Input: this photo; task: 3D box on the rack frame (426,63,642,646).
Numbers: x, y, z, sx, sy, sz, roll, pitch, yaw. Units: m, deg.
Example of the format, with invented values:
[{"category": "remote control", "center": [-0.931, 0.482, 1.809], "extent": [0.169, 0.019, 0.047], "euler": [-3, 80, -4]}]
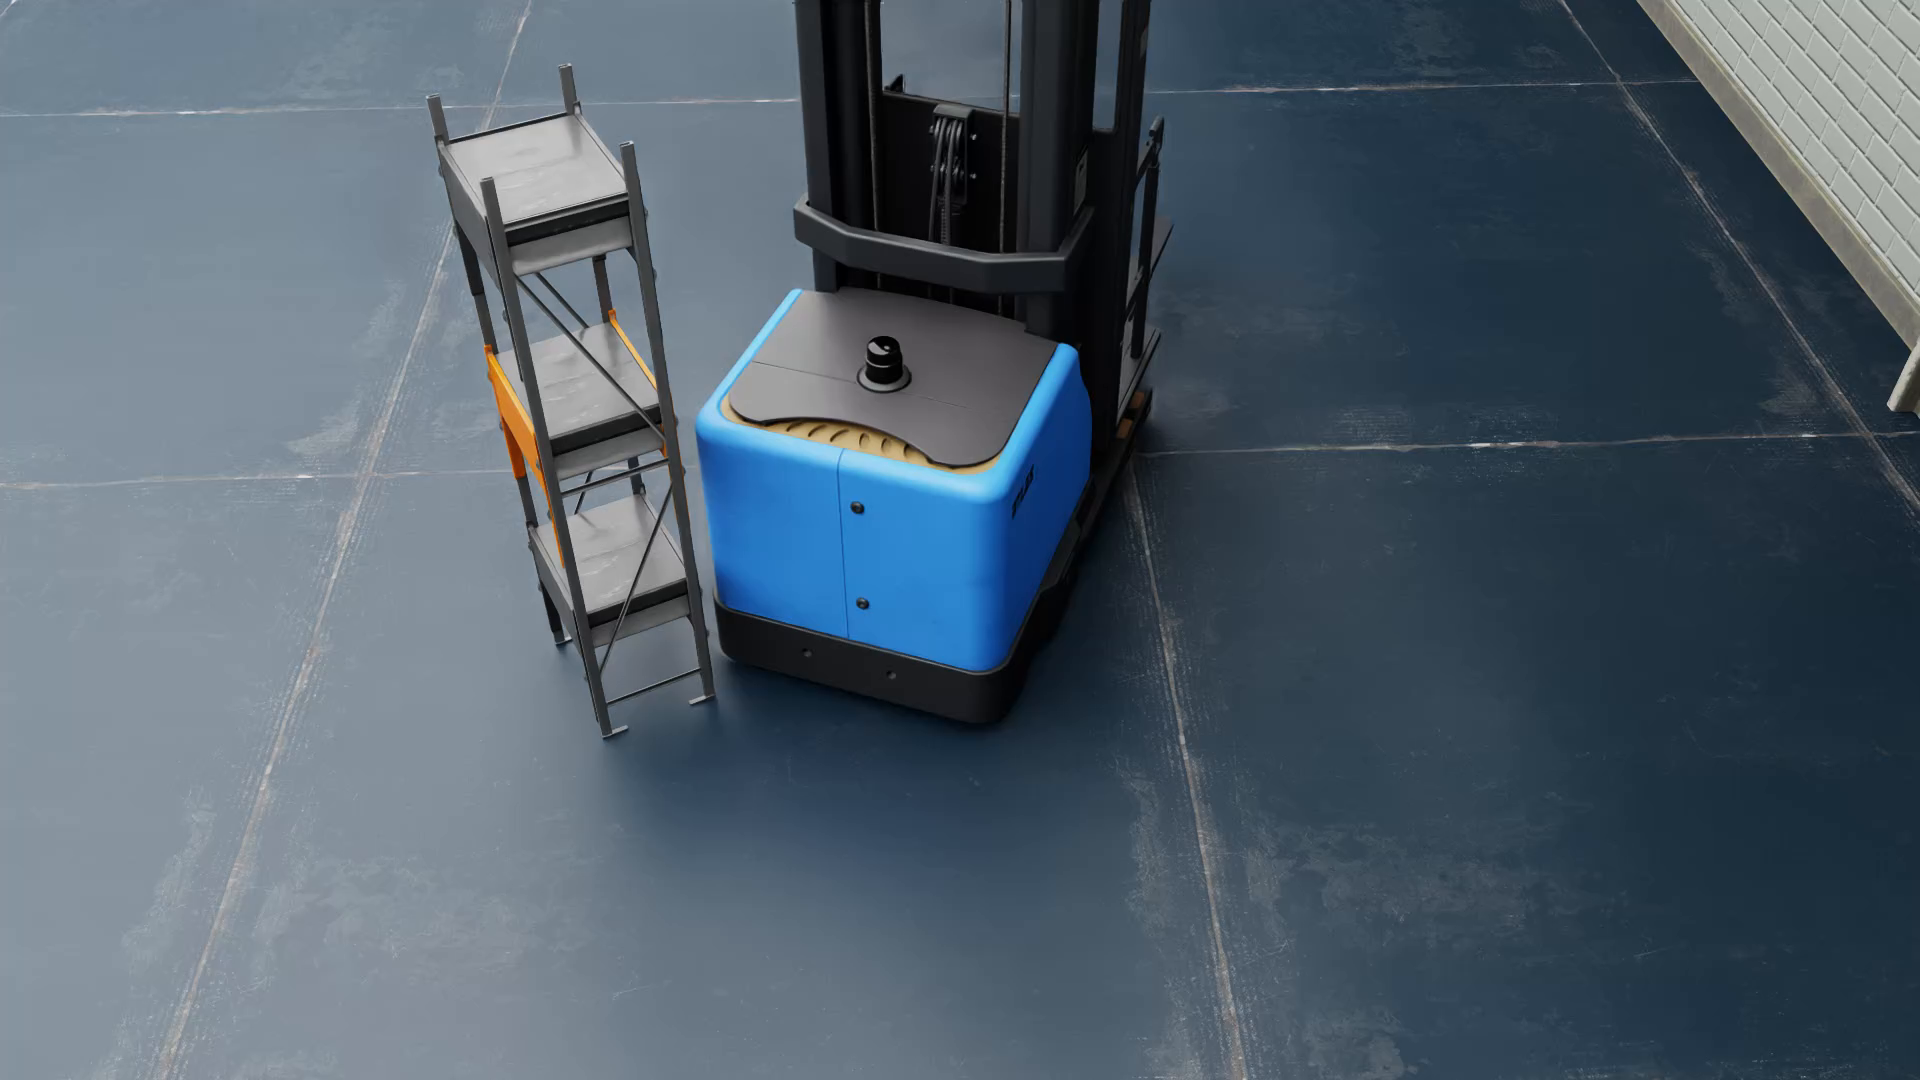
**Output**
[{"category": "rack frame", "center": [-1.246, -0.469, 5.208], "extent": [0.400, 2.100, 0.015], "euler": [-20, 46, -21]}]

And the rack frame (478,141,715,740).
[{"category": "rack frame", "center": [-1.013, -0.179, 4.892], "extent": [0.400, 2.100, 0.015], "euler": [-20, 46, -21]}]

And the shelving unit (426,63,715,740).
[{"category": "shelving unit", "center": [-1.130, -0.324, 5.050], "extent": [0.431, 2.100, 0.503], "euler": [-20, 46, -21]}]

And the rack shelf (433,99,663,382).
[{"category": "rack shelf", "center": [-1.130, -0.830, 4.586], "extent": [0.431, 0.518, 0.480], "euler": [-20, 46, -21]}]

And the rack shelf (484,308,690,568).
[{"category": "rack shelf", "center": [-1.130, -0.314, 5.059], "extent": [0.431, 0.518, 0.480], "euler": [-20, 46, -21]}]

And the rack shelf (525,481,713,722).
[{"category": "rack shelf", "center": [-1.130, 0.202, 5.532], "extent": [0.431, 0.518, 0.480], "euler": [-20, 46, -21]}]

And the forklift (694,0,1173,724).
[{"category": "forklift", "center": [0.137, -1.483, 5.699], "extent": [1.130, 2.935, 3.031], "euler": [13, 44, 14]}]
